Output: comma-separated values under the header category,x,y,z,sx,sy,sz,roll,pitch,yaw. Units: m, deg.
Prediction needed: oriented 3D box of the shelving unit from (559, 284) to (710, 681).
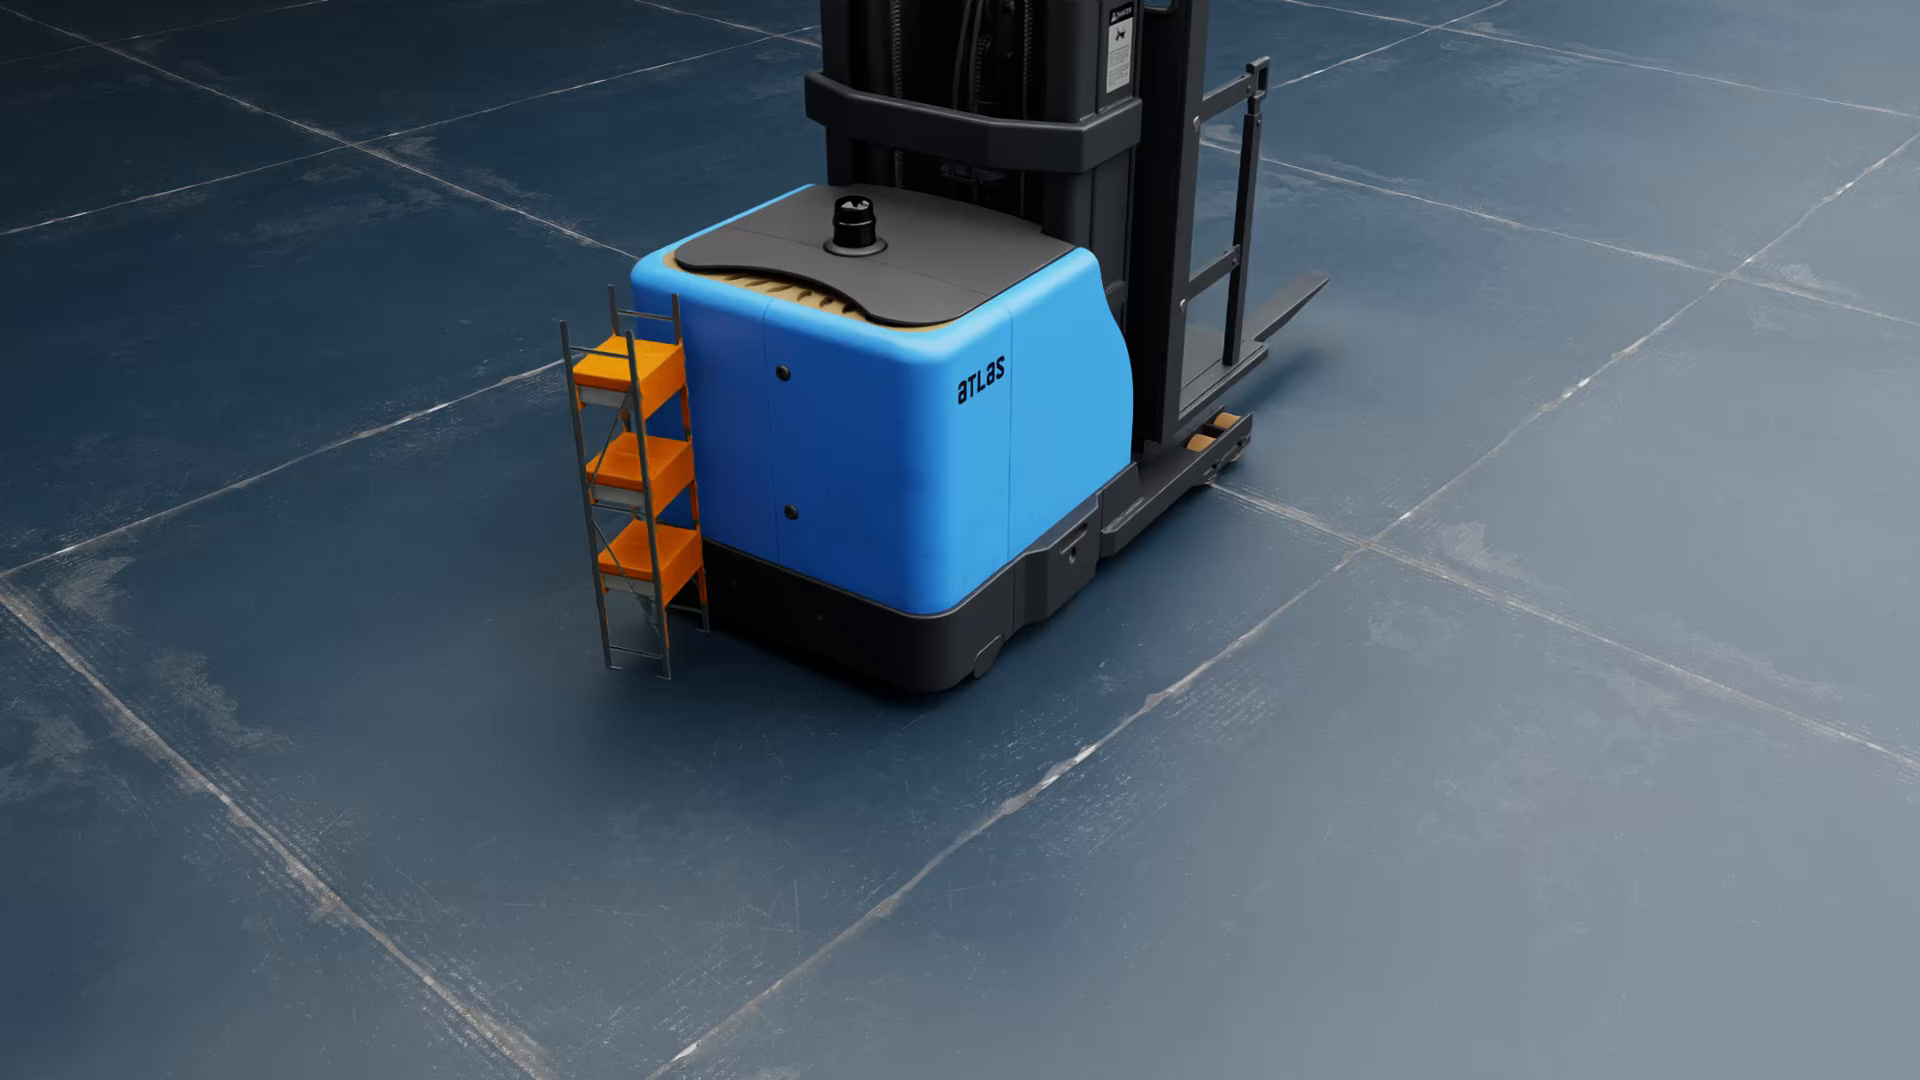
category,x,y,z,sx,sy,sz,roll,pitch,yaw
shelving unit,-0.856,-0.136,4.458,0.215,1.050,0.252,10,32,16

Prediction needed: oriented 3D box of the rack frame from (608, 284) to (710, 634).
category,x,y,z,sx,sy,sz,roll,pitch,yaw
rack frame,-0.817,-0.196,4.558,0.200,1.050,0.008,10,32,16

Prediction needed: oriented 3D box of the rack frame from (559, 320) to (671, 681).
category,x,y,z,sx,sy,sz,roll,pitch,yaw
rack frame,-0.895,-0.077,4.359,0.200,1.050,0.008,10,32,16

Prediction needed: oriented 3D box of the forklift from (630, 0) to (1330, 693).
category,x,y,z,sx,sy,sz,roll,pitch,yaw
forklift,0.343,-1.564,5.006,1.130,2.935,3.031,19,36,28

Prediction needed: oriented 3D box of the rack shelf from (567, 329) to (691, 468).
category,x,y,z,sx,sy,sz,roll,pitch,yaw
rack shelf,-0.856,-0.370,4.318,0.215,0.259,0.240,10,32,16

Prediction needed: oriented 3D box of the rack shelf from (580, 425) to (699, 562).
category,x,y,z,sx,sy,sz,roll,pitch,yaw
rack shelf,-0.856,-0.127,4.464,0.215,0.259,0.240,10,32,16

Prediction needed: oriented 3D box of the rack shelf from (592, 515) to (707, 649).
category,x,y,z,sx,sy,sz,roll,pitch,yaw
rack shelf,-0.856,0.111,4.607,0.215,0.259,0.240,10,32,16
